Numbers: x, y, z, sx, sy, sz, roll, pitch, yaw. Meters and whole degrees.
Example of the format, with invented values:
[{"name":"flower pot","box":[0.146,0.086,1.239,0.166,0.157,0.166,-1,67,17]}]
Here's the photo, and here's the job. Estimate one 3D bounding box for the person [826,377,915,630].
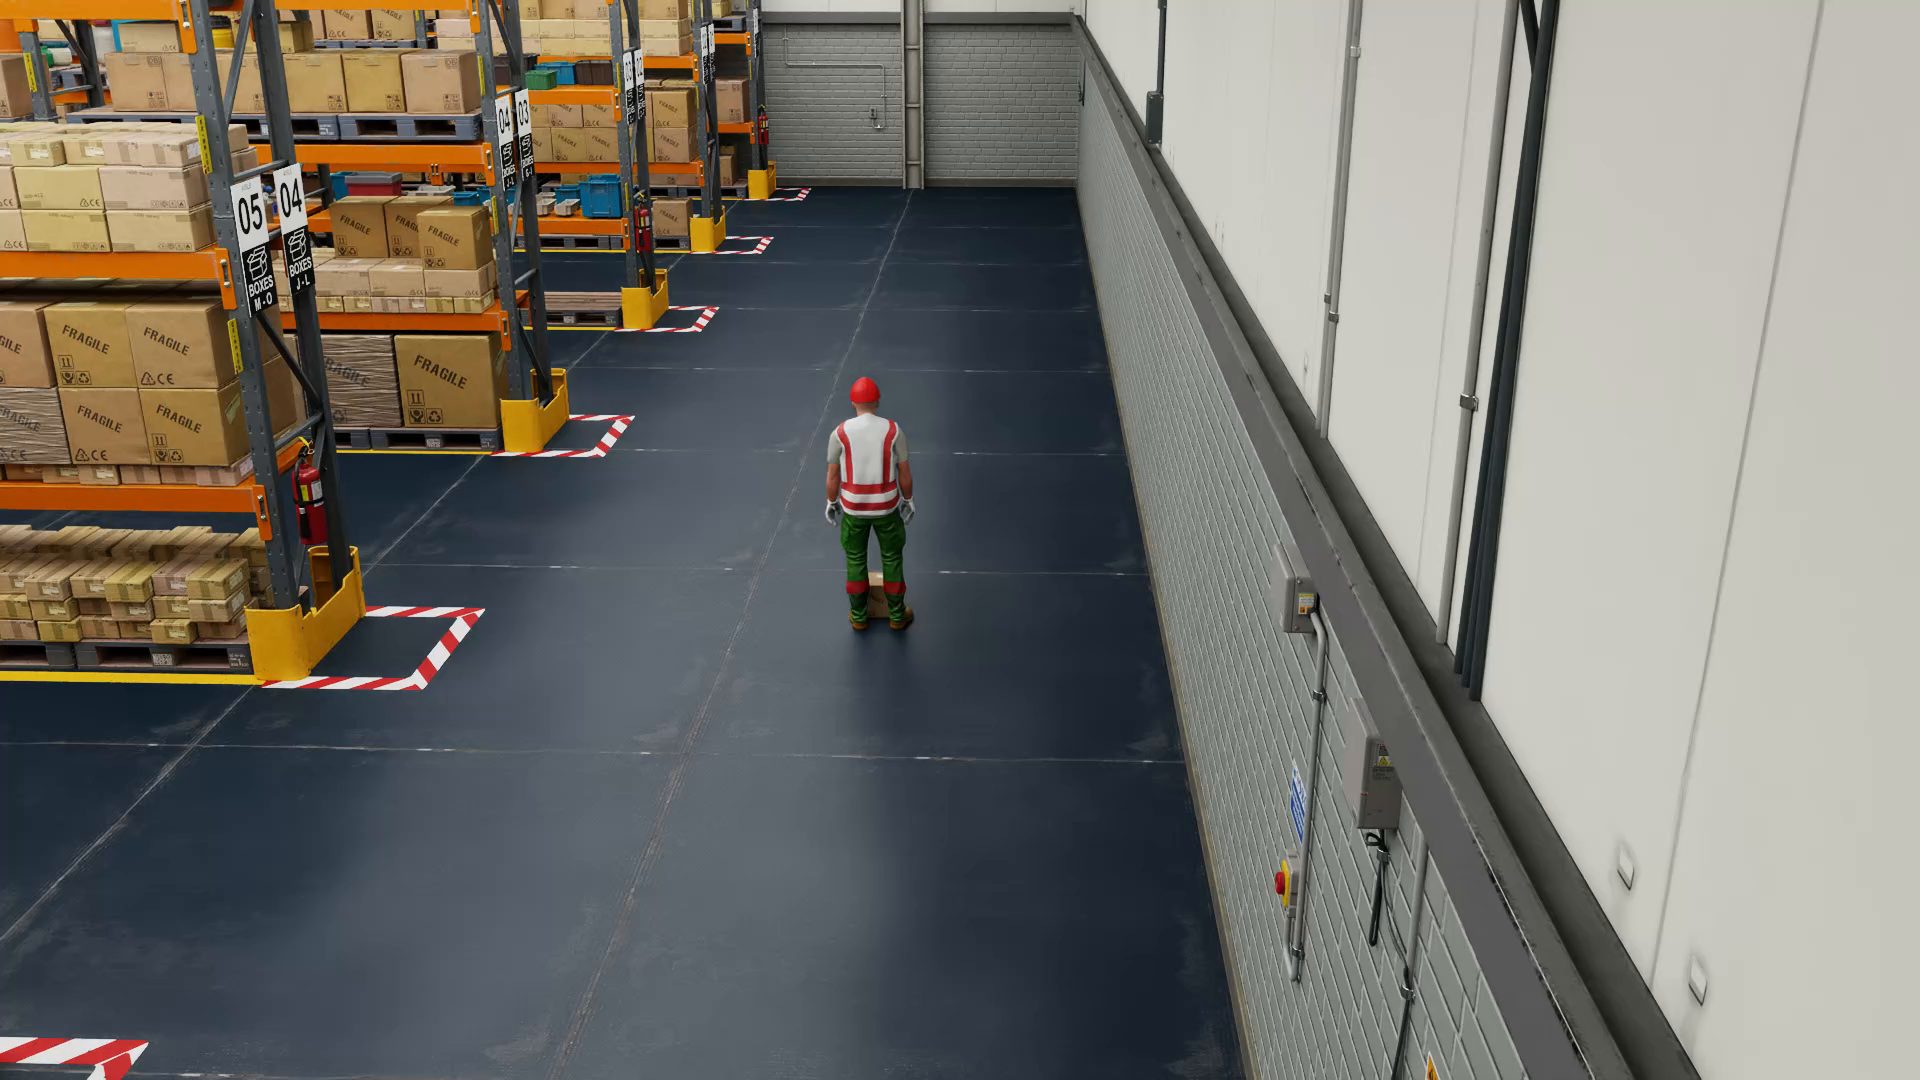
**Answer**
[{"name":"person","box":[-0.620,-0.241,11.477,0.620,1.780,0.447,0,21,-1]}]
